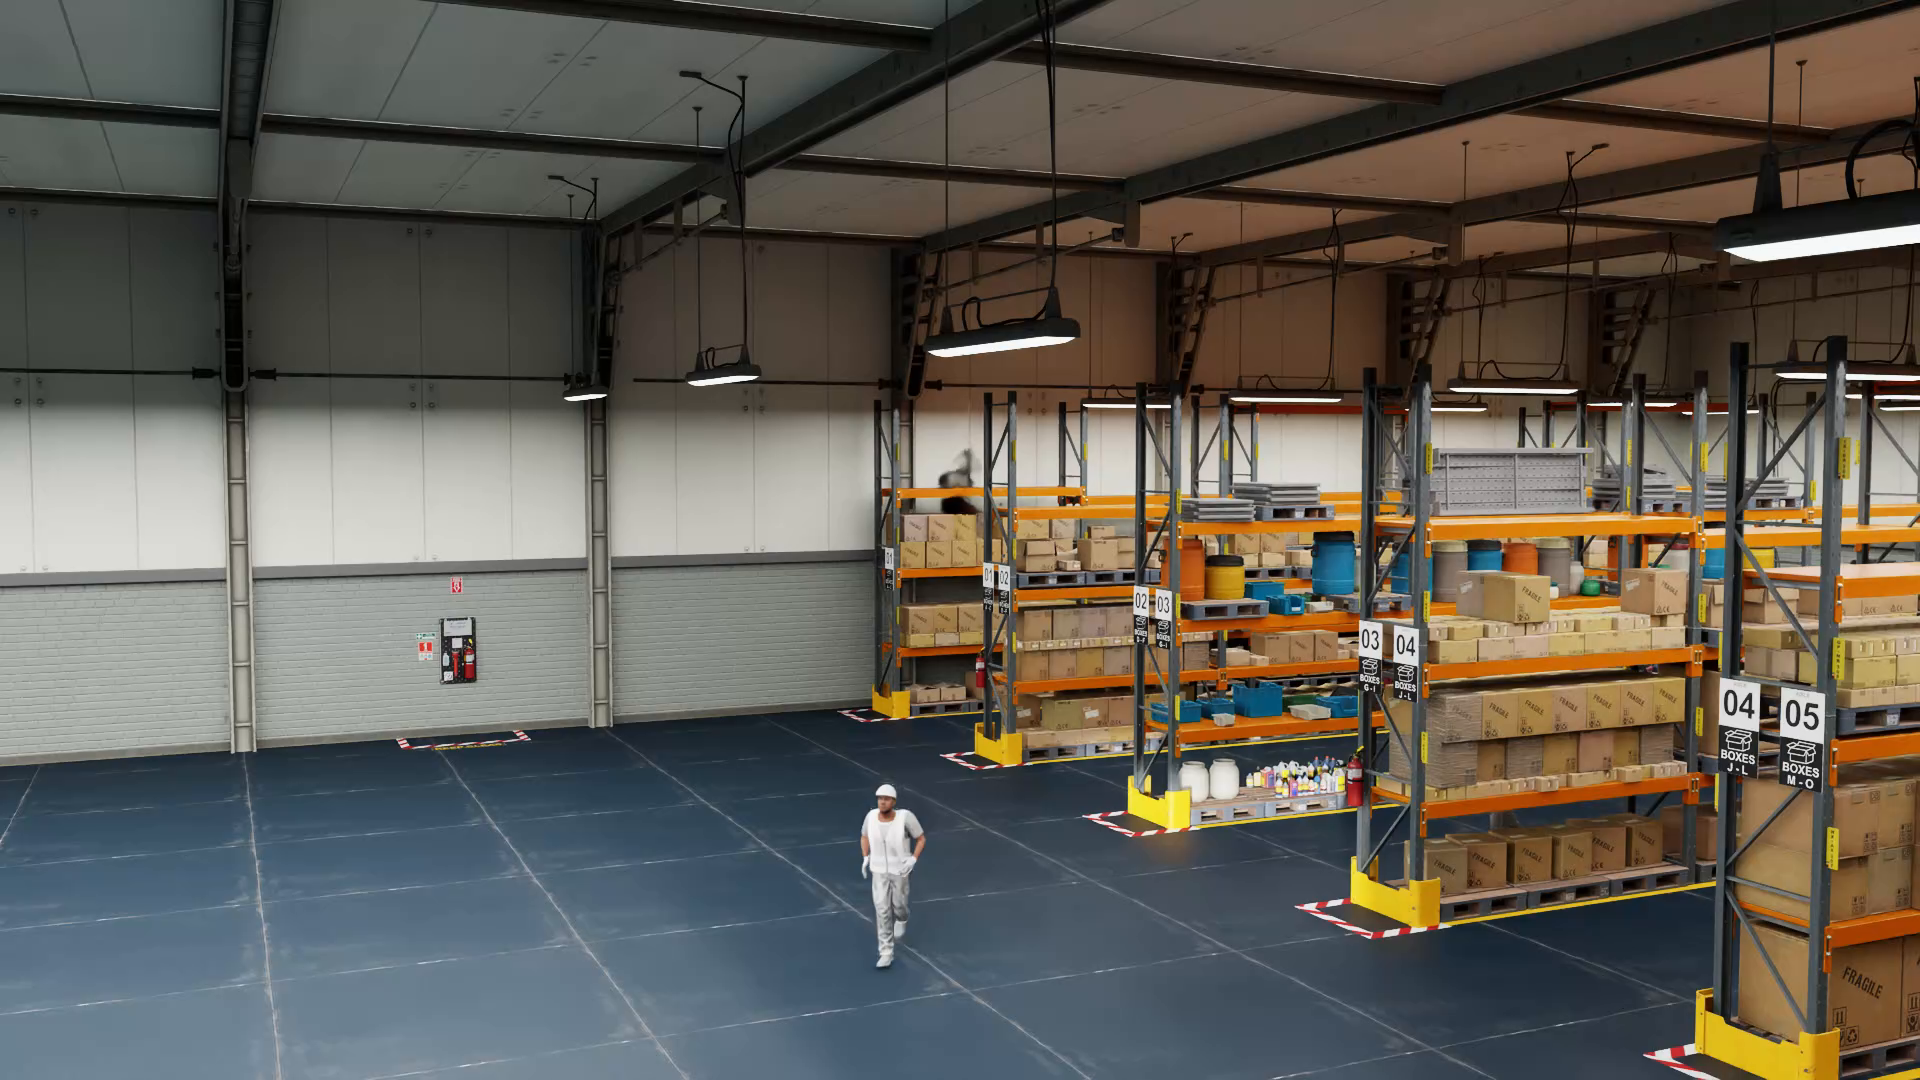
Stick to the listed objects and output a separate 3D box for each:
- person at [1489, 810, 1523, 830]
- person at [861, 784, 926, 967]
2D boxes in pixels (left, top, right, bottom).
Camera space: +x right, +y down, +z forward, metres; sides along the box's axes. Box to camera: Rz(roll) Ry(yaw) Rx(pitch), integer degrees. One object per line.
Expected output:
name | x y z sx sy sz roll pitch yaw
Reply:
person | 6.839 3.046 20.971 0.828 1.828 0.658 -2 4 -26
person | -0.683 3.306 16.641 0.658 1.772 0.831 1 3 11
